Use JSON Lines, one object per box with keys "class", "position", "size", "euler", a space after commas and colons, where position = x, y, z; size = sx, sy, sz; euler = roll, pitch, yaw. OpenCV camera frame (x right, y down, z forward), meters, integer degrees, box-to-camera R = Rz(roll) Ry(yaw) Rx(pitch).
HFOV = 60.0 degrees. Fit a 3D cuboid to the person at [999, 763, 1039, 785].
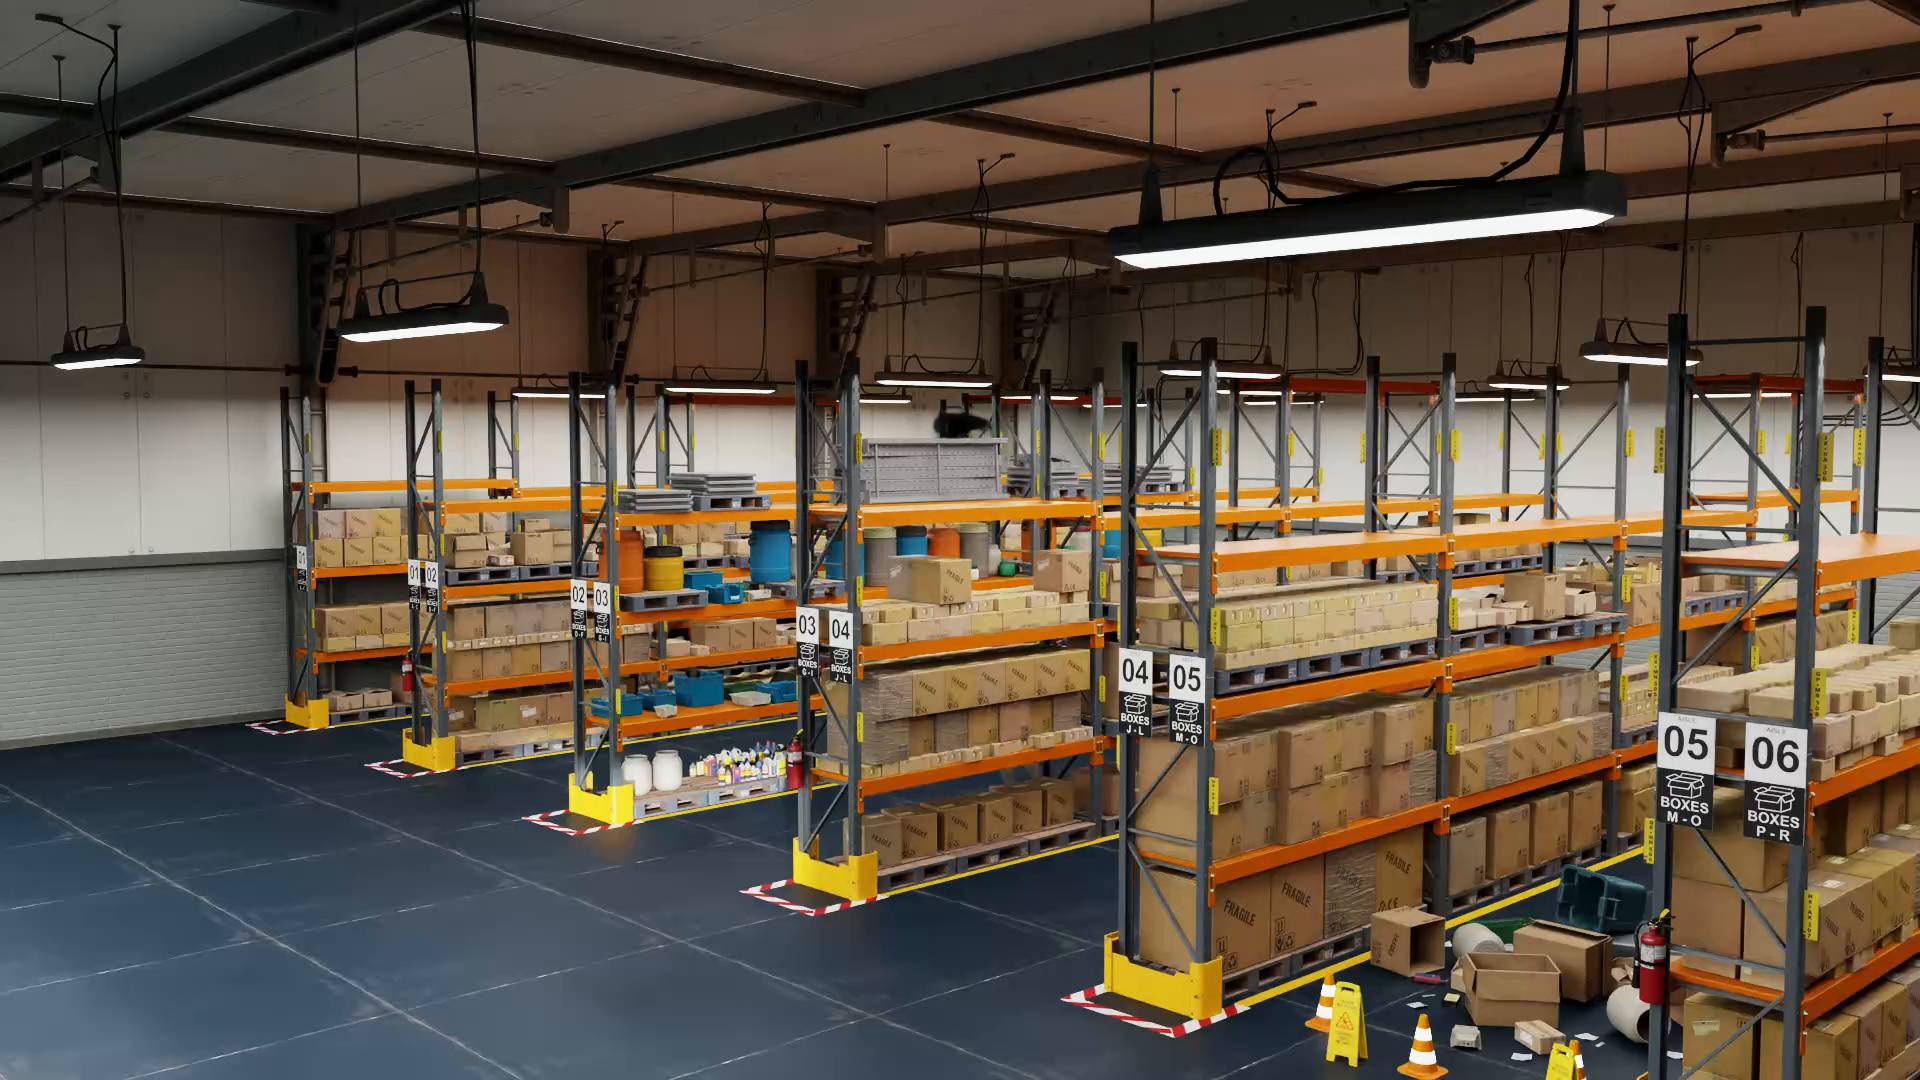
{"class": "person", "position": [0.831, 2.810, 23.428], "size": [0.931, 1.759, 0.647], "euler": [-4, 5, -45]}
